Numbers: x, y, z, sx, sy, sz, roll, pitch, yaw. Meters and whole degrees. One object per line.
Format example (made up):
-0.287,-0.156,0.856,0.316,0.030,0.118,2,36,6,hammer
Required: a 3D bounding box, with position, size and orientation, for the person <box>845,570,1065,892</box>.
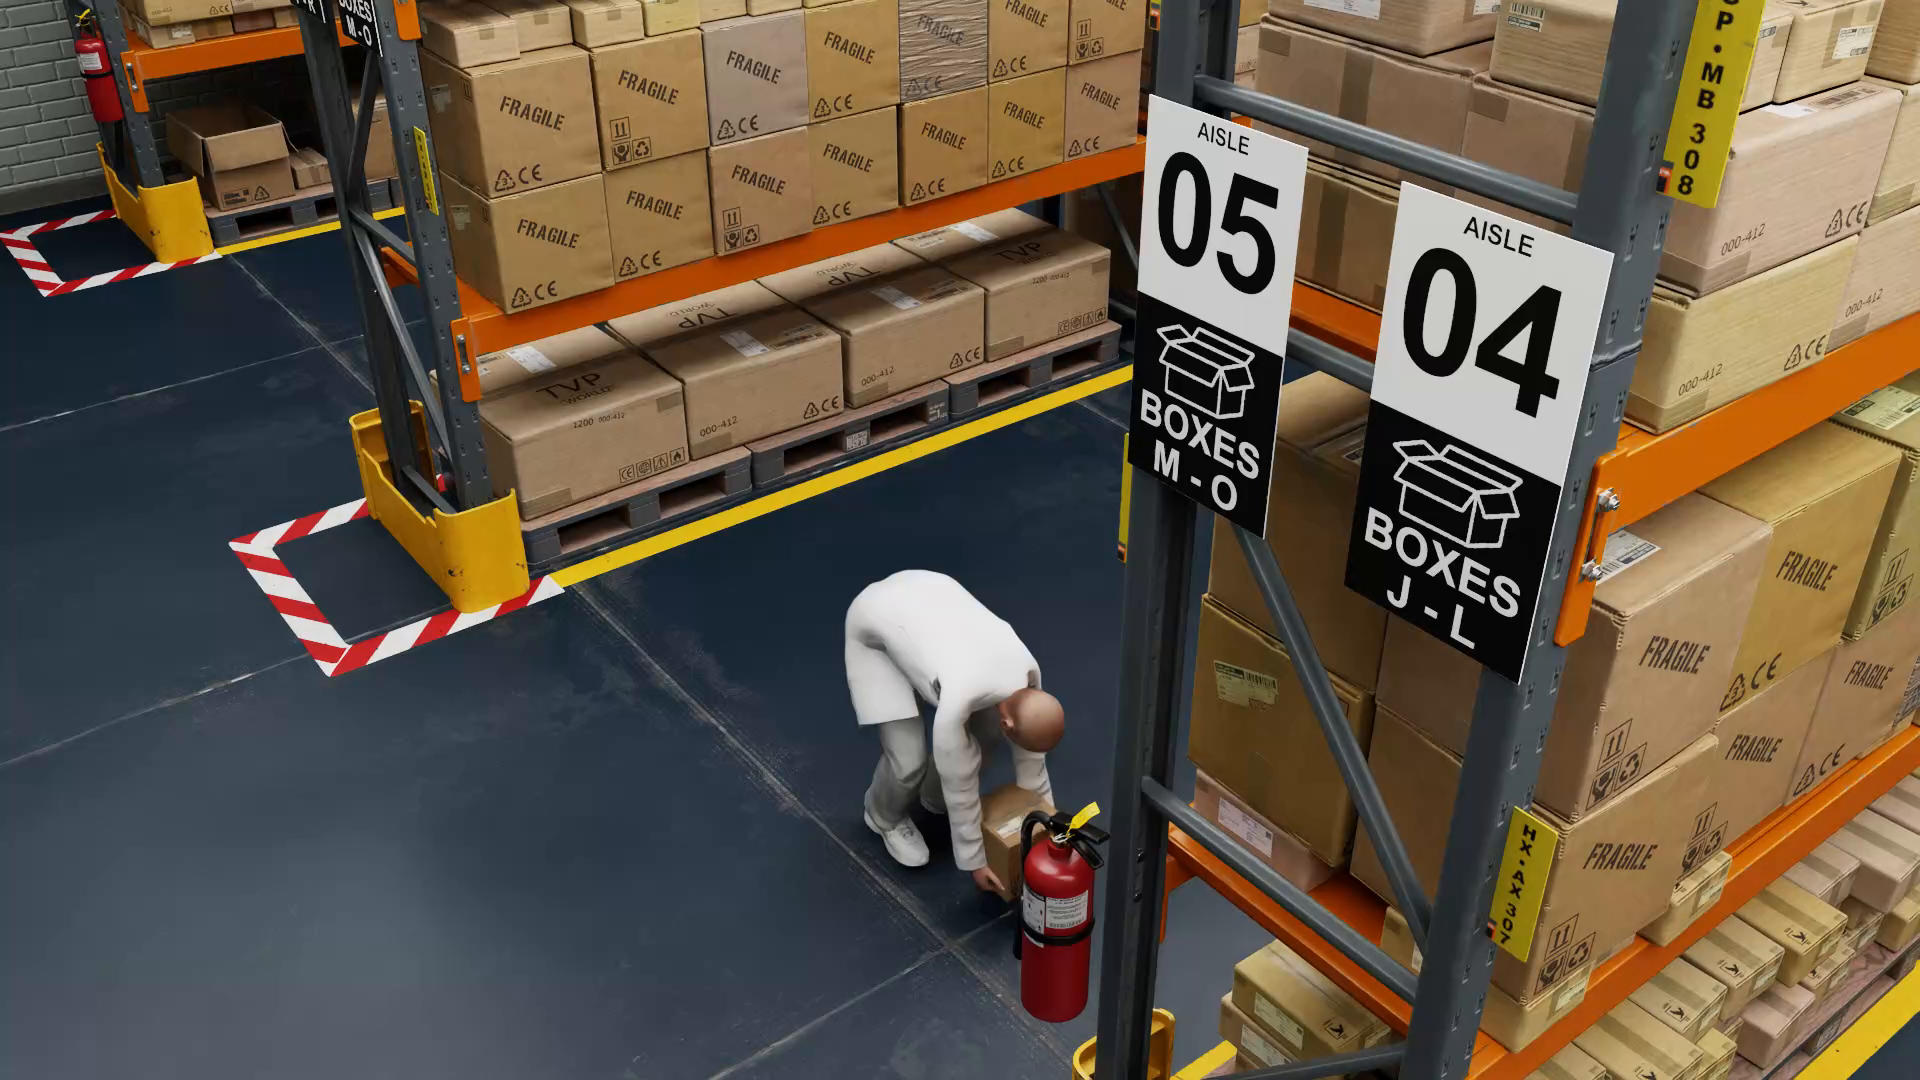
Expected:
8.335,1.006,5.199,12.466,1.066,12.725,-24,39,-33,person
